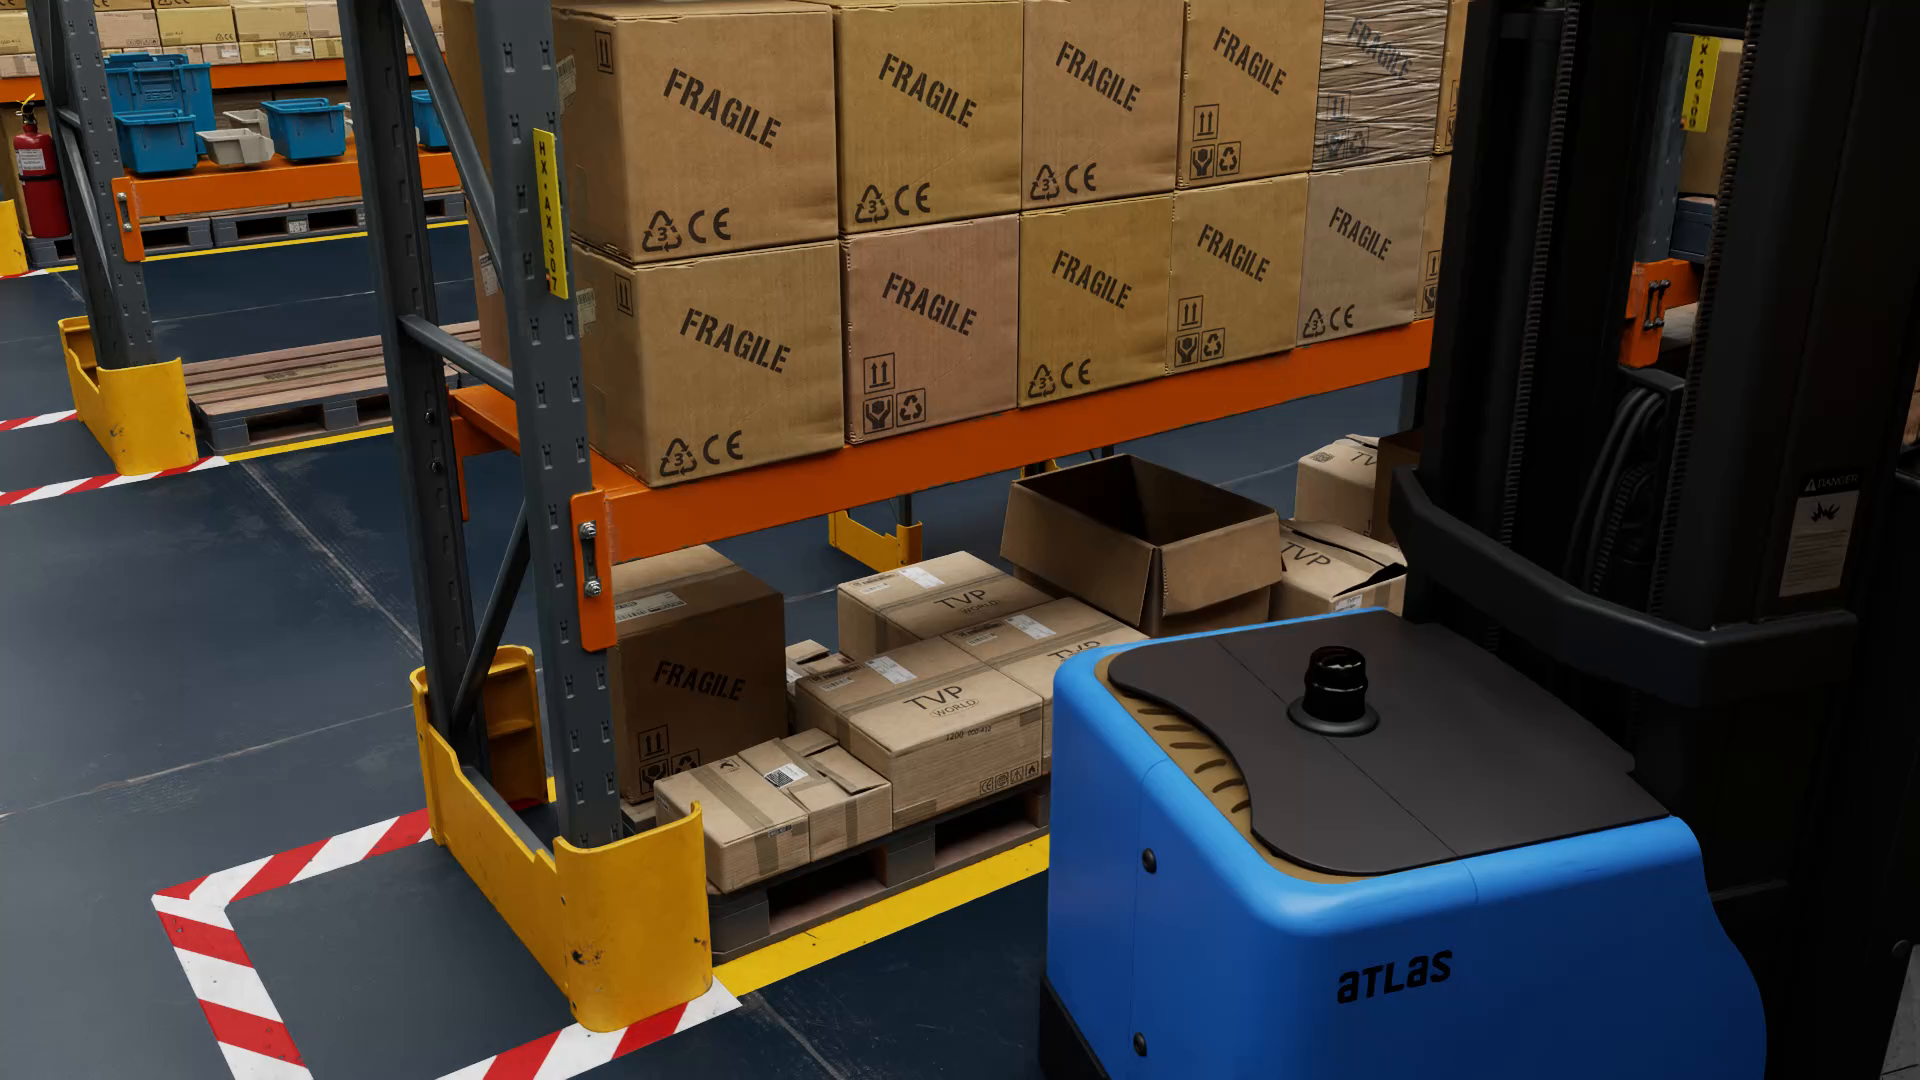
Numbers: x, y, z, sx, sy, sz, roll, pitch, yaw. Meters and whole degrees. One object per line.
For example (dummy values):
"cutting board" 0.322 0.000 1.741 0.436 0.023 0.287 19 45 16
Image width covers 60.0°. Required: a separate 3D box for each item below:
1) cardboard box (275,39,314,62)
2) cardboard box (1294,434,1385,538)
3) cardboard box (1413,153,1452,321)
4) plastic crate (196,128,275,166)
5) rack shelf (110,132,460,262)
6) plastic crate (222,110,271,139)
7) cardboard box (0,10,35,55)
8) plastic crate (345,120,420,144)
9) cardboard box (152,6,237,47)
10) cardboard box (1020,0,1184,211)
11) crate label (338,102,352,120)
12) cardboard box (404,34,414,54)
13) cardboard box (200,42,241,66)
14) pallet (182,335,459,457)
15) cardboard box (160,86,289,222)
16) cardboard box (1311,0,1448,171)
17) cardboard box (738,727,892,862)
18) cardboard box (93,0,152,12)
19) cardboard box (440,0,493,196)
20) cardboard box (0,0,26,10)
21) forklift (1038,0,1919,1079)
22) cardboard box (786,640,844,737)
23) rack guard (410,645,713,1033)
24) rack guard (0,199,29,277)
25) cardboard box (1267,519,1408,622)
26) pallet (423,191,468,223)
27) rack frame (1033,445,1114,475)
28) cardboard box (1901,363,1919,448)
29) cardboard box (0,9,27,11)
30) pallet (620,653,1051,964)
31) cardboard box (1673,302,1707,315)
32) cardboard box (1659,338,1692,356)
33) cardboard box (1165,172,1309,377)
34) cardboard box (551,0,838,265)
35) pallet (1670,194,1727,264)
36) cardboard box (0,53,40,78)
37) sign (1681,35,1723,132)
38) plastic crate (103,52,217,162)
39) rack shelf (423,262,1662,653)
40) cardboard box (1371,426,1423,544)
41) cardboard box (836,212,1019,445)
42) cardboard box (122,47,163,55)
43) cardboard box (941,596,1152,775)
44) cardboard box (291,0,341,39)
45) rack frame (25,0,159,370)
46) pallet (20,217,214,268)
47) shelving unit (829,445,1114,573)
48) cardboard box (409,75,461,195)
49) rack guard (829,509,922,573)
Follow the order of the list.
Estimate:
"cardboard box" -4.973 -3.640 12.309 0.250 0.149 0.380 -14 26 -32
"cardboard box" 1.649 -0.203 6.391 0.500 0.311 0.500 -15 26 -33
"cardboard box" 1.443 -1.022 5.275 0.500 0.500 0.500 -14 26 -31
"plastic crate" -3.319 -1.802 7.641 0.298 0.136 0.250 -15 26 -33
"rack shelf" -2.397 -1.997 8.824 4.000 0.370 1.077 -15 26 -33
"plastic crate" -3.464 -2.034 8.222 0.243 0.136 0.396 -15 26 -33
"cardboard box" -6.366 -3.479 11.369 0.500 0.250 0.500 -16 27 -34
"plastic crate" -2.769 -1.949 8.009 0.298 0.136 0.250 -15 26 -33
"cardboard box" -5.538 -3.701 11.926 0.500 0.250 0.500 -16 27 -35
"cardboard box" 0.212 -1.157 4.264 0.500 0.500 0.500 -15 26 -32
"crate label" -3.009 -2.160 8.538 0.243 0.136 0.396 -15 26 -33
"cardboard box" -4.349 -3.806 12.725 0.250 0.149 0.380 -14 26 -32
"cardboard box" -5.390 -3.528 12.029 0.250 0.149 0.380 -15 26 -33
"pallet" -3.329 -0.770 8.540 1.213 0.211 1.003 -15 26 -33
"cardboard box" -5.702 -2.956 12.557 0.875 0.875 0.875 -15 26 -33
"cardboard box" 1.033 -1.376 4.812 0.500 0.500 0.500 -15 26 -32
"cardboard box" -0.387 0.663 4.416 0.250 0.166 0.380 -15 26 -33
"cardboard box" -5.960 -3.936 11.501 0.500 0.500 0.500 -16 27 -34
"cardboard box" -0.930 -1.097 4.114 0.500 0.500 0.500 -15 26 -33
"cardboard box" -6.671 -3.989 11.636 0.500 0.500 0.500 -15 26 -32
"forklift" 1.751 -0.140 3.293 3.031 2.935 1.130 -7 23 -17
"cardboard box" -0.452 0.452 4.945 0.250 0.166 0.380 -15 26 -33
"rack guard" -1.069 0.738 4.374 0.348 0.500 1.175 -15 26 -33
"rack guard" -6.933 -2.222 11.790 0.348 0.500 1.175 -15 26 -33
"cardboard box" 1.211 0.143 5.526 0.500 0.311 0.500 -15 26 -33
"pallet" -4.329 -2.818 13.673 1.213 0.211 1.003 -15 26 -33
"rack frame" 0.482 -0.825 6.940 0.032 1.500 0.500 -15 26 -33
"cardboard box" 3.898 -0.682 7.336 0.500 0.500 0.500 -16 27 -35
"cardboard box" -6.675 -3.641 11.775 0.500 0.250 0.500 -15 26 -34
"pallet" -0.423 0.699 4.860 1.213 0.211 1.003 -15 26 -33
"cardboard box" 3.574 -0.833 7.715 0.500 0.500 0.500 -16 27 -35
"cardboard box" 2.756 -0.614 7.166 0.500 0.500 0.500 -15 26 -33
"cardboard box" 0.615 -0.799 4.716 0.500 0.500 0.500 -15 26 -32
"cardboard box" -0.617 -0.935 3.707 0.500 0.500 0.500 -14 26 -31
"pallet" 2.829 -1.324 6.426 1.213 0.211 1.003 -15 26 -33
"cardboard box" -6.432 -3.249 11.330 0.250 0.149 0.380 -15 26 -32
"sign" 2.439 -1.513 5.473 0.005 0.325 0.100 -15 26 -33
"plastic crate" -3.858 -2.071 7.910 0.499 0.435 0.616 -15 26 -33
"rack shelf" 0.493 -0.506 5.087 4.000 0.370 1.077 -15 26 -33
"cardboard box" 1.819 -0.107 5.898 0.500 0.500 0.500 -15 26 -33
"cardboard box" -0.201 -0.583 4.176 0.500 0.500 0.500 -15 26 -33
"cardboard box" -5.806 -3.417 11.752 0.250 0.149 0.380 -15 26 -34
"cardboard box" 0.288 0.417 4.921 0.500 0.250 0.500 -15 26 -33
"cardboard box" -4.704 -3.925 12.485 0.500 0.250 0.500 -14 26 -32
"rack frame" -4.021 -1.898 7.606 0.127 3.000 1.000 -15 26 -33
"pallet" -6.310 -2.290 12.349 1.213 0.211 1.003 -15 26 -33
"shelving unit" 0.062 -0.713 6.660 1.083 1.500 0.587 -15 26 -33
"cardboard box" -4.249 -3.343 13.528 0.875 0.875 0.875 -15 26 -33
"rack guard" -0.342 -0.025 6.621 0.087 0.250 0.587 -15 26 -33
